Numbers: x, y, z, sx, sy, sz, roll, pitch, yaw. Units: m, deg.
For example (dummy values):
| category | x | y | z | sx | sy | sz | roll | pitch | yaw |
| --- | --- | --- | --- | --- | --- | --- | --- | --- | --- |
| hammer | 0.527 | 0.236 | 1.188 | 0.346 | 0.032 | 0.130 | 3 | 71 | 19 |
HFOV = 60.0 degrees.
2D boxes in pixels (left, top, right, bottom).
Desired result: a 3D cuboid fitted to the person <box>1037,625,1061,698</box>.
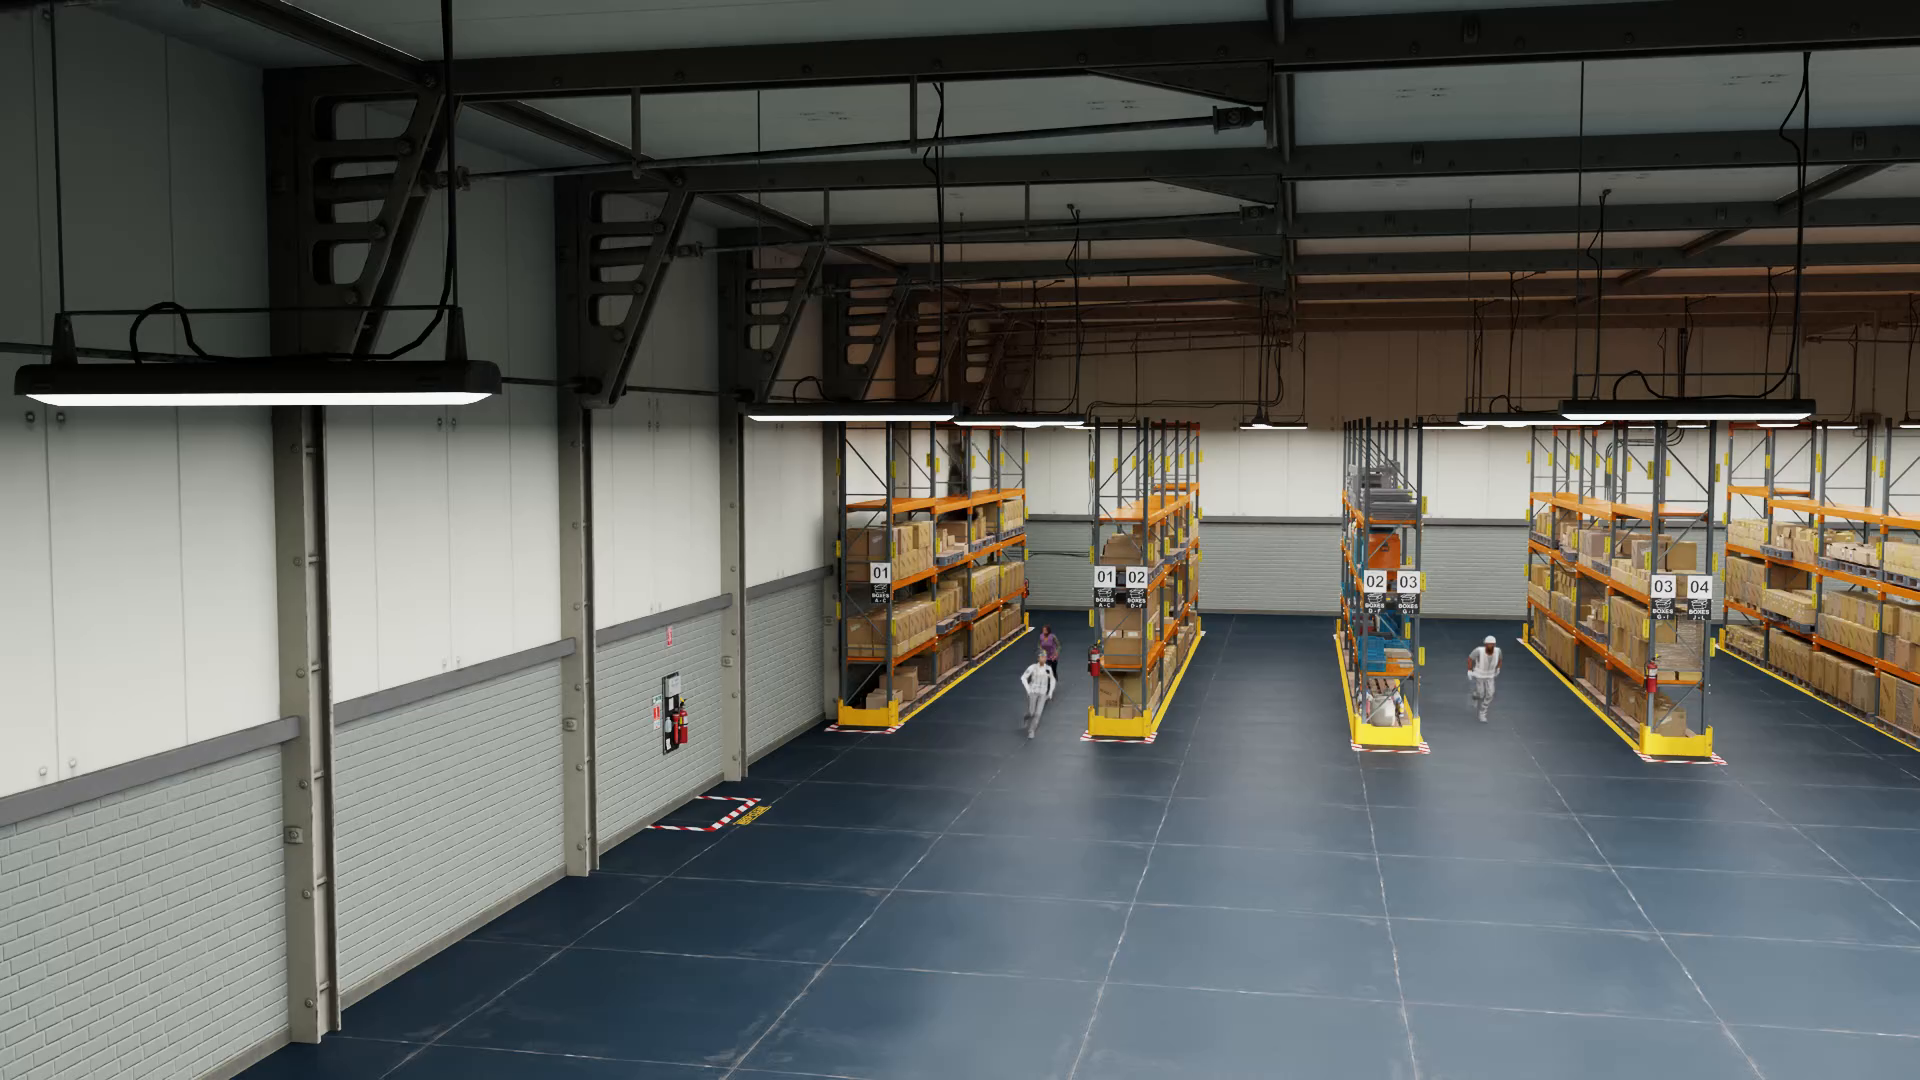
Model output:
| category | x | y | z | sx | sy | sz | roll | pitch | yaw |
| --- | --- | --- | --- | --- | --- | --- | --- | --- | --- |
| person | 1.943 | 2.611 | 36.191 | 0.537 | 1.586 | 0.900 | 1 | 4 | 15 |

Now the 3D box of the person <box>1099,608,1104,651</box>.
| category | x | y | z | sx | sy | sz | roll | pitch | yaw |
| --- | --- | --- | --- | --- | --- | --- | --- | --- | --- |
| person | 3.850 | 2.075 | 43.862 | 0.508 | 1.647 | 0.728 | 1 | 4 | 8 |

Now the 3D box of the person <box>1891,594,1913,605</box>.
| category | x | y | z | sx | sy | sz | roll | pitch | yaw |
| --- | --- | --- | --- | --- | --- | --- | --- | --- | --- |
| person | 25.116 | 1.976 | 44.557 | 1.038 | 1.693 | 0.764 | 1 | 4 | 15 |

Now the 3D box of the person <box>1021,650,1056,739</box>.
| category | x | y | z | sx | sy | sz | roll | pitch | yaw |
| --- | --- | --- | --- | --- | --- | --- | --- | --- | --- |
| person | 1.494 | 2.876 | 31.292 | 0.665 | 1.628 | 0.669 | -1 | 4 | -11 |

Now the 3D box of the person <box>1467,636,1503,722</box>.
| category | x | y | z | sx | sy | sz | roll | pitch | yaw |
| --- | --- | --- | --- | --- | --- | --- | --- | --- | --- |
| person | 10.442 | 2.740 | 33.141 | 0.680 | 1.712 | 0.841 | -1 | 4 | -10 |
